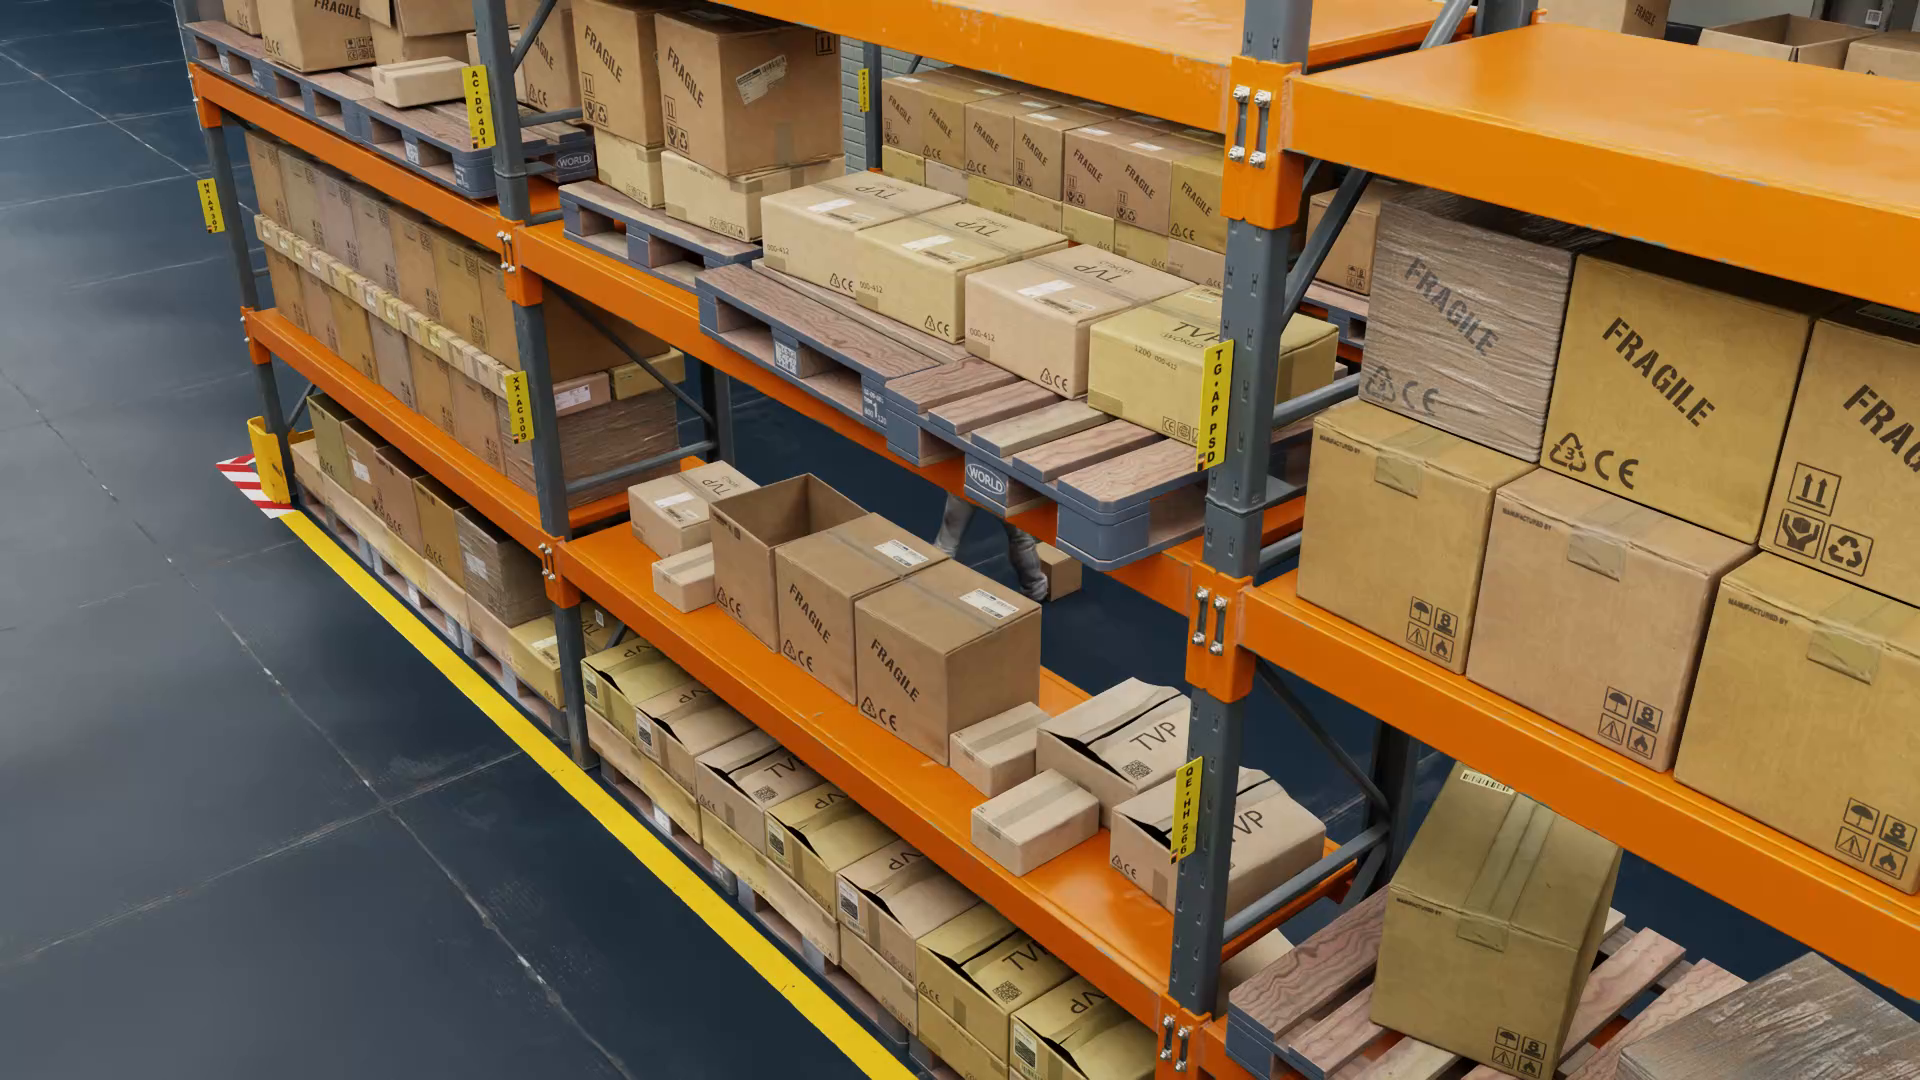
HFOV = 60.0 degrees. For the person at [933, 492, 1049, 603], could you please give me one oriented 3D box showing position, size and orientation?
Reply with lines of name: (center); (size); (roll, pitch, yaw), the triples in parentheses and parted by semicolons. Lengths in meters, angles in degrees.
person: (0.153, -0.376, 9.323); (0.659, 1.737, 0.918); (17, 33, 29)
